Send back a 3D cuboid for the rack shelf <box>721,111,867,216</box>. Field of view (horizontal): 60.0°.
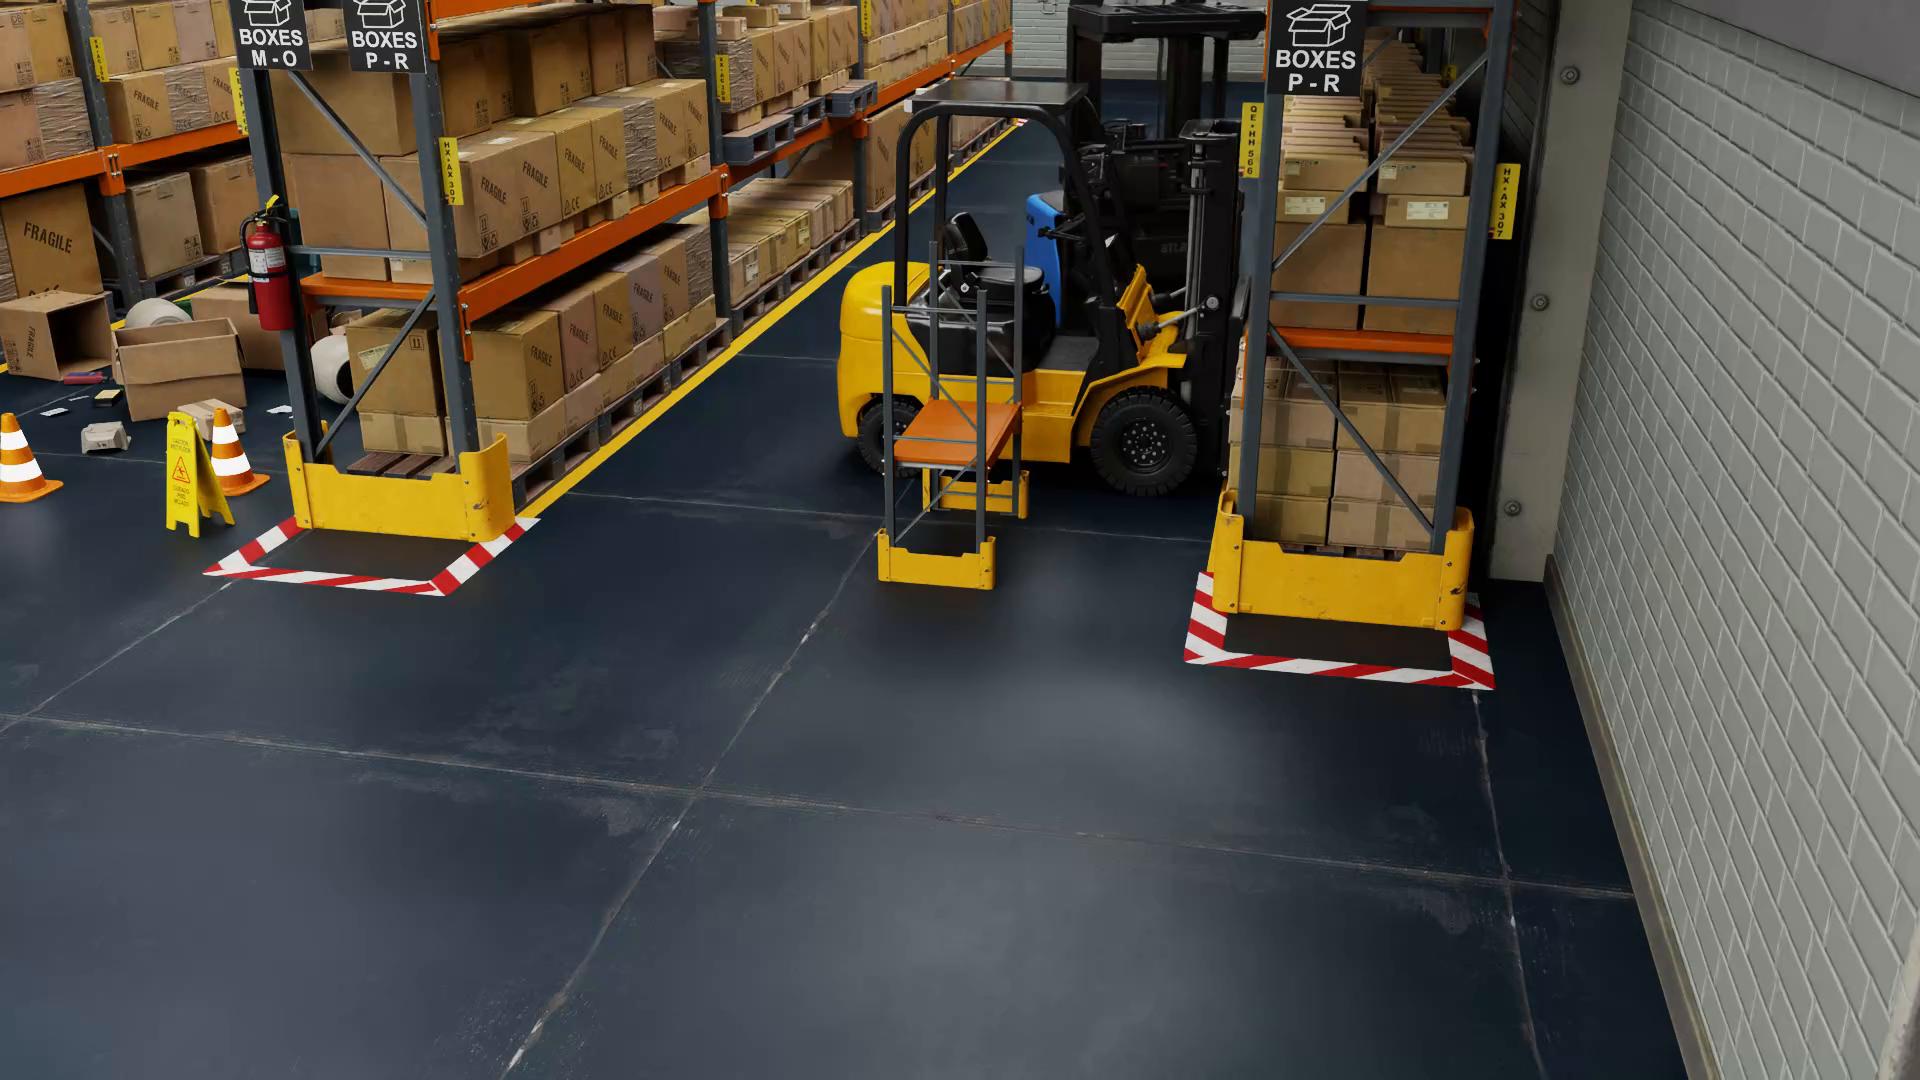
[{"bbox_3d":[-1.814,-3.314,14.030,1.077,0.370,4.000,4,22,11],"label":"rack shelf"}]

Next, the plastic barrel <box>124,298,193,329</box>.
[{"bbox_3d":[-5.818,-1.530,12.086,0.421,0.421,0.512,-16,27,-35],"label":"plastic barrel"}]

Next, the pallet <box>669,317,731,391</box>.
[{"bbox_3d":[-2.325,-1.375,11.984,1.003,0.211,1.213,4,22,11],"label":"pallet"}]

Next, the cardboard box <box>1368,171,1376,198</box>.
[{"bbox_3d":[2.191,-1.715,8.096,0.380,0.149,0.250,4,22,10],"label":"cardboard box"}]

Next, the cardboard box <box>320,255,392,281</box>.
[{"bbox_3d":[-3.171,-1.490,8.874,0.380,0.149,0.250,5,23,13],"label":"cardboard box"}]

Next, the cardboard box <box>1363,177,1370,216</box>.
[{"bbox_3d":[2.378,-1.659,8.825,0.500,0.500,0.500,4,22,10],"label":"cardboard box"}]

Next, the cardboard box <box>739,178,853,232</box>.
[{"bbox_3d":[-1.531,-3.149,15.613,0.950,0.372,0.625,3,22,7],"label":"cardboard box"}]

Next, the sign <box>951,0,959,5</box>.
[{"bbox_3d":[-0.056,-6.305,19.049,0.100,0.325,0.005,4,22,11],"label":"sign"}]

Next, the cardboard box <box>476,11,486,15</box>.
[{"bbox_3d":[-5.563,-5.997,18.706,0.380,0.149,0.250,4,22,9],"label":"cardboard box"}]

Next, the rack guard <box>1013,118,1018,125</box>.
[{"bbox_3d":[0.231,-6.154,23.466,1.175,0.500,0.348,4,22,11],"label":"rack guard"}]

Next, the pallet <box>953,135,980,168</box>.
[{"bbox_3d":[-0.358,-4.821,20.541,1.003,0.211,1.213,4,22,11],"label":"pallet"}]

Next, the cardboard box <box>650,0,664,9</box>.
[{"bbox_3d":[-4.480,-7.646,23.291,0.500,0.500,0.500,5,22,12],"label":"cardboard box"}]

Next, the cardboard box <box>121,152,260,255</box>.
[{"bbox_3d":[-6.849,-2.994,14.723,1.050,0.750,0.750,4,22,11],"label":"cardboard box"}]

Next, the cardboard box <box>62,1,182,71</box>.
[{"bbox_3d":[-6.890,-4.137,13.639,0.700,0.500,0.500,4,22,10],"label":"cardboard box"}]

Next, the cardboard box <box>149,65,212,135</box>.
[{"bbox_3d":[-6.616,-3.660,13.792,0.500,0.500,0.500,5,22,11],"label":"cardboard box"}]

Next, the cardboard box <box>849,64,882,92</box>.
[{"bbox_3d":[-1.060,-4.470,16.137,0.500,0.250,0.500,4,22,10],"label":"cardboard box"}]

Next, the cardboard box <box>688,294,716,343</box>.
[{"bbox_3d":[-2.080,-1.599,11.927,0.500,0.250,0.500,5,23,13],"label":"cardboard box"}]

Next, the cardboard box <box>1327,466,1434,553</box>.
[{"bbox_3d":[2.113,-0.161,8.356,0.500,0.250,0.500,5,22,11],"label":"cardboard box"}]

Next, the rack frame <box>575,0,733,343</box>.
[{"bbox_3d":[-2.222,-2.916,12.080,1.000,3.000,0.127,4,22,11],"label":"rack frame"}]

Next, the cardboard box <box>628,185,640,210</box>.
[{"bbox_3d":[-2.275,-2.196,10.627,0.380,0.149,0.250,4,22,10],"label":"cardboard box"}]

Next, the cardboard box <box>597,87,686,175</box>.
[{"bbox_3d":[-2.168,-2.731,11.086,0.500,0.500,0.500,5,23,13],"label":"cardboard box"}]

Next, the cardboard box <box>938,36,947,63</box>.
[{"bbox_3d":[-0.434,-5.589,18.917,0.500,0.250,0.500,4,22,10],"label":"cardboard box"}]

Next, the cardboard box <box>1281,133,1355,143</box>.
[{"bbox_3d":[1.735,-1.899,8.154,0.380,0.149,0.250,5,22,12],"label":"cardboard box"}]

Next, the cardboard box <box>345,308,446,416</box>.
[{"bbox_3d":[-3.130,-1.034,9.519,0.500,0.500,0.500,5,22,11],"label":"cardboard box"}]

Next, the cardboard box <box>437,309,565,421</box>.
[{"bbox_3d":[-2.599,-1.003,9.444,0.500,0.500,0.500,4,22,9],"label":"cardboard box"}]

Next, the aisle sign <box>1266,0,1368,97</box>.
[{"bbox_3d":[1.521,-2.281,7.022,0.394,0.787,0.004,4,22,11],"label":"aisle sign"}]

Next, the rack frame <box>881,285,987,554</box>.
[{"bbox_3d":[-0.121,-0.479,8.034,0.500,1.500,0.032,4,22,11],"label":"rack frame"}]

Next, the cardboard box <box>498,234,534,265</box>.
[{"bbox_3d":[-2.595,-1.630,9.221,0.380,0.149,0.250,4,22,9],"label":"cardboard box"}]

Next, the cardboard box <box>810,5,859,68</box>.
[{"bbox_3d":[-1.226,-4.571,15.094,0.500,0.500,0.500,4,22,9],"label":"cardboard box"}]

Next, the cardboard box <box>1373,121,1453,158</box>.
[{"bbox_3d":[2.320,-2.047,8.520,0.380,0.149,0.250,5,23,13],"label":"cardboard box"}]

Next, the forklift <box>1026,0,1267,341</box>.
[{"bbox_3d":[1.295,-2.446,11.002,1.130,2.935,3.031,-5,22,-11],"label":"forklift"}]

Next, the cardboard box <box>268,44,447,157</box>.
[{"bbox_3d":[-3.148,-2.305,8.692,0.700,0.500,0.500,4,22,10],"label":"cardboard box"}]

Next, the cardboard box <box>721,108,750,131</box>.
[{"bbox_3d":[-1.800,-3.173,12.490,0.380,0.149,0.250,5,22,12],"label":"cardboard box"}]

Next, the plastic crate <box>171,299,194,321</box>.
[{"bbox_3d":[-5.842,-1.816,13.034,0.450,0.188,0.662,7,21,42],"label":"plastic crate"}]

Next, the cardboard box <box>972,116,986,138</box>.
[{"bbox_3d":[-0.174,-5.397,21.108,0.875,0.438,0.875,4,22,9],"label":"cardboard box"}]

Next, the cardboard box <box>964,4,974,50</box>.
[{"bbox_3d":[-0.131,-6.224,20.158,0.500,0.500,0.500,5,22,11],"label":"cardboard box"}]

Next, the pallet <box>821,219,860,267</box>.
[{"bbox_3d":[-1.567,-2.800,15.524,1.003,0.211,1.213,4,22,11],"label":"pallet"}]

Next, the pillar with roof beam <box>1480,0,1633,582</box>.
[{"bbox_3d":[-1.368,-4.373,7.667,9.100,9.000,0.400,4,22,11],"label":"pillar with roof beam"}]

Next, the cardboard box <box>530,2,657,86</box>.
[{"bbox_3d":[-2.524,-3.420,11.460,0.700,0.500,0.500,4,22,10],"label":"cardboard box"}]

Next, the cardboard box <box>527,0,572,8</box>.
[{"bbox_3d":[-5.108,-6.529,20.517,0.500,0.500,0.500,4,22,10],"label":"cardboard box"}]

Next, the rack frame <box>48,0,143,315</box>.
[{"bbox_3d":[-7.089,-3.257,12.925,1.000,3.000,0.127,4,22,11],"label":"rack frame"}]

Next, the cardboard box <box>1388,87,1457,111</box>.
[{"bbox_3d":[2.746,-2.602,9.899,0.380,0.149,0.250,4,22,10],"label":"cardboard box"}]

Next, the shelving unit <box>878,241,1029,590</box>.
[{"bbox_3d":[-0.016,-0.668,8.504,0.587,1.500,1.083,4,22,11],"label":"shelving unit"}]

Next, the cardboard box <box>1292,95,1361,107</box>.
[{"bbox_3d":[2.097,-2.454,9.530,0.380,0.149,0.250,4,22,11],"label":"cardboard box"}]

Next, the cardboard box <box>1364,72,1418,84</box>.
[{"bbox_3d":[3.109,-3.279,11.979,0.380,0.149,0.250,4,22,10],"label":"cardboard box"}]

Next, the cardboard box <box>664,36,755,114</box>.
[{"bbox_3d":[-1.846,-3.445,12.299,0.500,0.500,0.500,5,22,12],"label":"cardboard box"}]

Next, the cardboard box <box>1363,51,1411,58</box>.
[{"bbox_3d":[3.418,-3.836,13.361,0.380,0.149,0.250,4,22,11],"label":"cardboard box"}]

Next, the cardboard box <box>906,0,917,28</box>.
[{"bbox_3d":[-0.747,-5.606,17.285,0.500,0.500,0.500,5,22,12],"label":"cardboard box"}]

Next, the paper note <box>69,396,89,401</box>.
[{"bbox_3d":[-5.943,-0.957,11.216,0.032,0.001,0.123,18,28,38],"label":"paper note"}]

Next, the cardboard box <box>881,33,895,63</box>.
[{"bbox_3d":[-0.954,-4.897,16.529,0.500,0.250,0.500,5,22,12],"label":"cardboard box"}]

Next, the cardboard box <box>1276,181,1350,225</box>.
[{"bbox_3d":[1.618,-1.572,7.739,0.380,0.149,0.250,5,22,12],"label":"cardboard box"}]

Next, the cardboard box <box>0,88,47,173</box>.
[{"bbox_3d":[-7.242,-2.988,12.056,0.875,0.550,0.550,4,22,11],"label":"cardboard box"}]

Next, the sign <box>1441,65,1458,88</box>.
[{"bbox_3d":[3.182,-2.936,10.863,0.100,0.325,0.005,4,22,11],"label":"sign"}]

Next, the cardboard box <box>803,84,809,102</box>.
[{"bbox_3d":[-1.481,-3.747,13.916,0.380,0.149,0.250,4,22,9],"label":"cardboard box"}]

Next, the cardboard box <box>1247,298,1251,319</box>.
[{"bbox_3d":[1.913,-1.209,9.621,0.500,0.250,0.500,4,22,10],"label":"cardboard box"}]

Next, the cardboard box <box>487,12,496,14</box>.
[{"bbox_3d":[-5.502,-5.951,18.990,0.380,0.149,0.250,4,22,9],"label":"cardboard box"}]
